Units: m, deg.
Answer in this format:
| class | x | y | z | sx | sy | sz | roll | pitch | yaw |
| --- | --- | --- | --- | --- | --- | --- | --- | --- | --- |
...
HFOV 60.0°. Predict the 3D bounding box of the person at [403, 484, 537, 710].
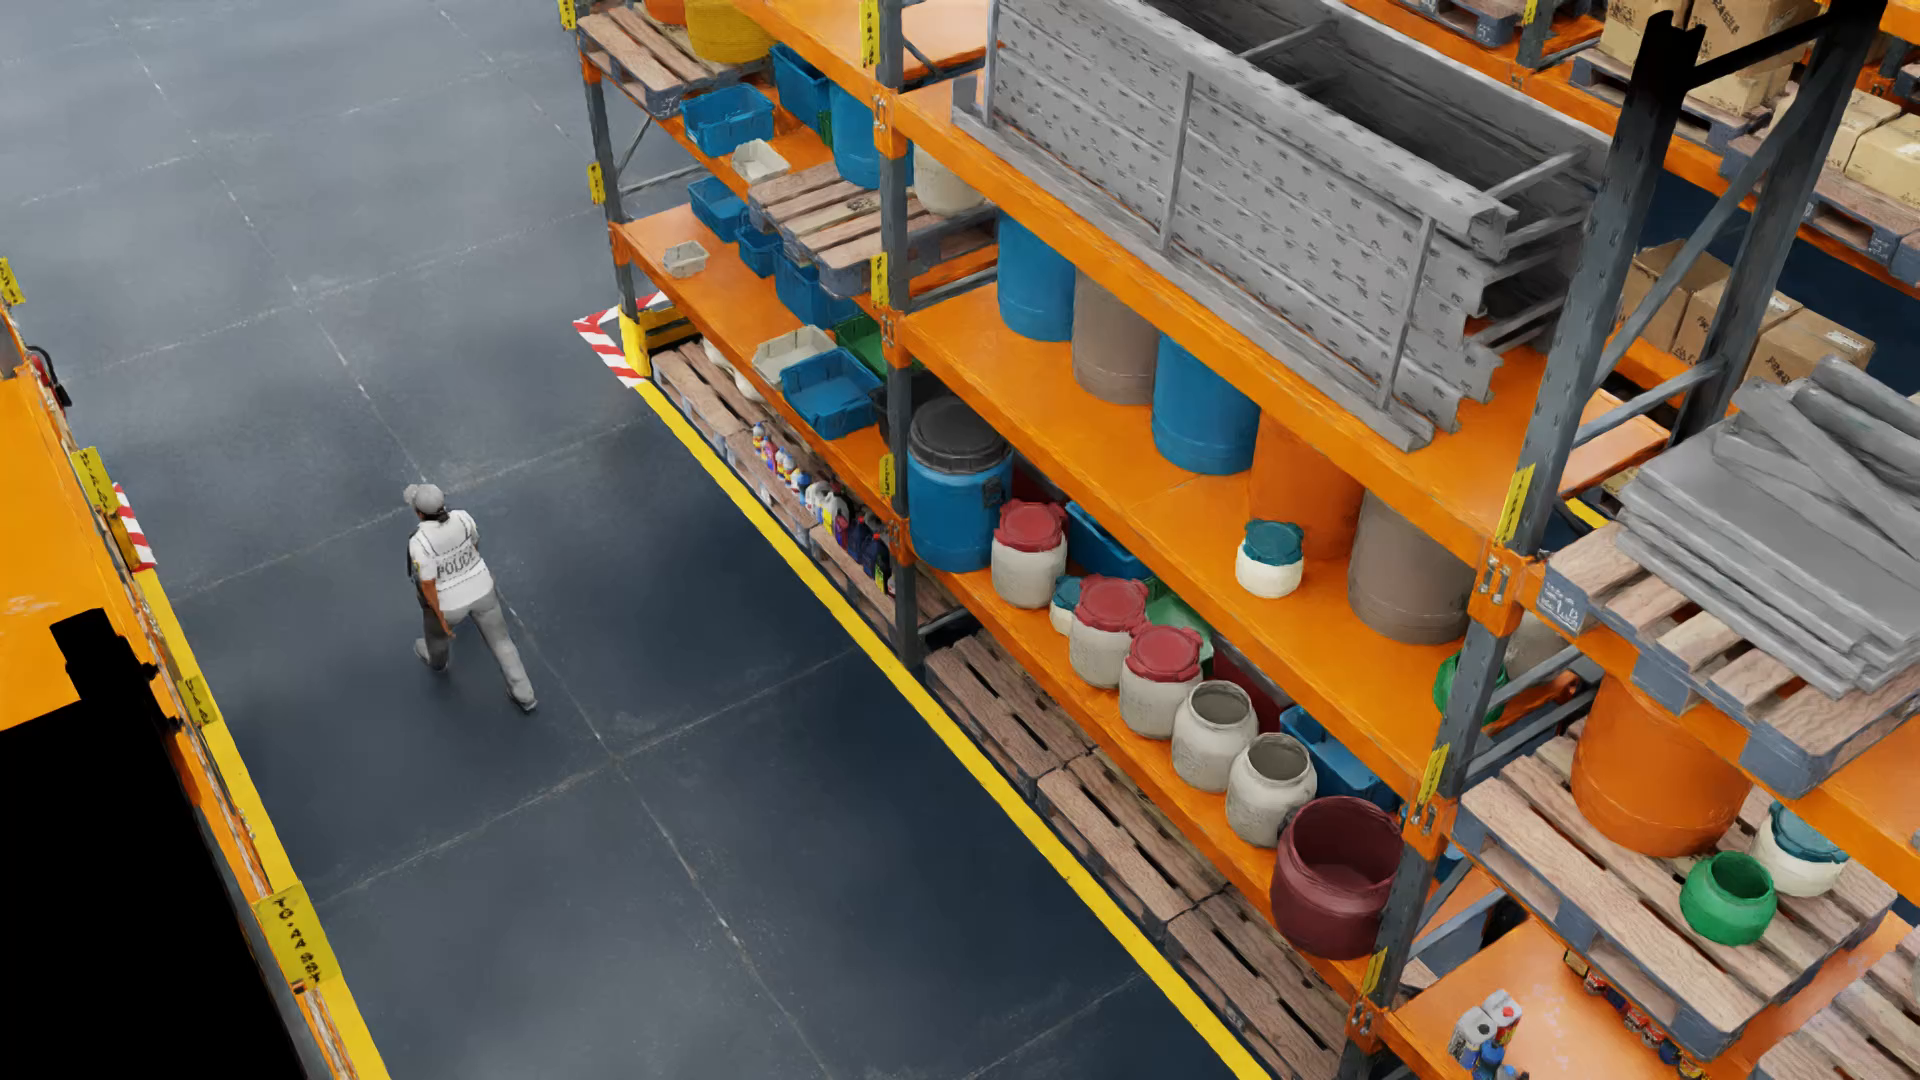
| class | x | y | z | sx | sy | sz | roll | pitch | yaw |
| --- | --- | --- | --- | --- | --- | --- | --- | --- | --- |
| person | -3.107 | 0.297 | 10.242 | 0.491 | 1.598 | 0.992 | -32 | 51 | -30 |
